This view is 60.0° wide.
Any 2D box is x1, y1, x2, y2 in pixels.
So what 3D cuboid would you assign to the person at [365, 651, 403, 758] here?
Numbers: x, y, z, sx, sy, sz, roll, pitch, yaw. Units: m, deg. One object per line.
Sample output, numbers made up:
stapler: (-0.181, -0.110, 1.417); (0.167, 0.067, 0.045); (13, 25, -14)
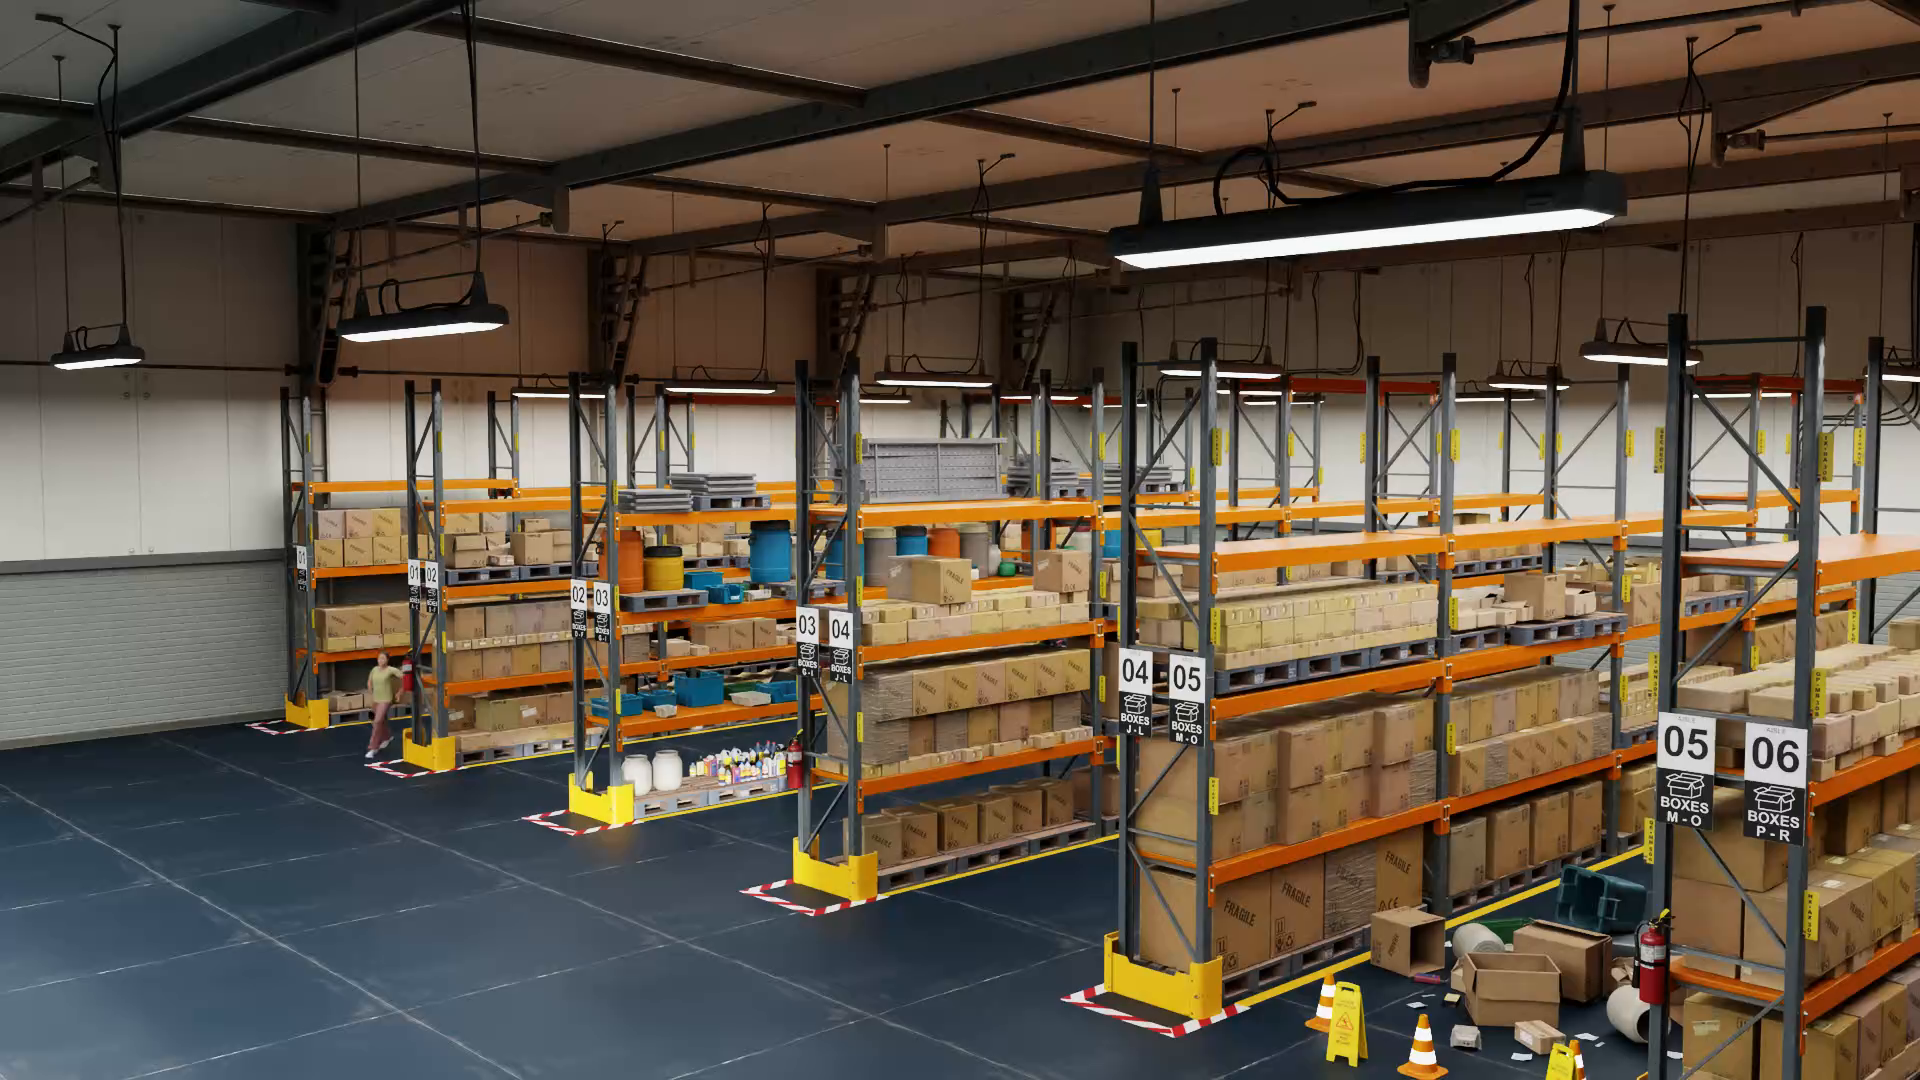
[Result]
person: (-9.277, 2.609, 26.772); (0.612, 1.678, 0.878); (1, 4, 17)
